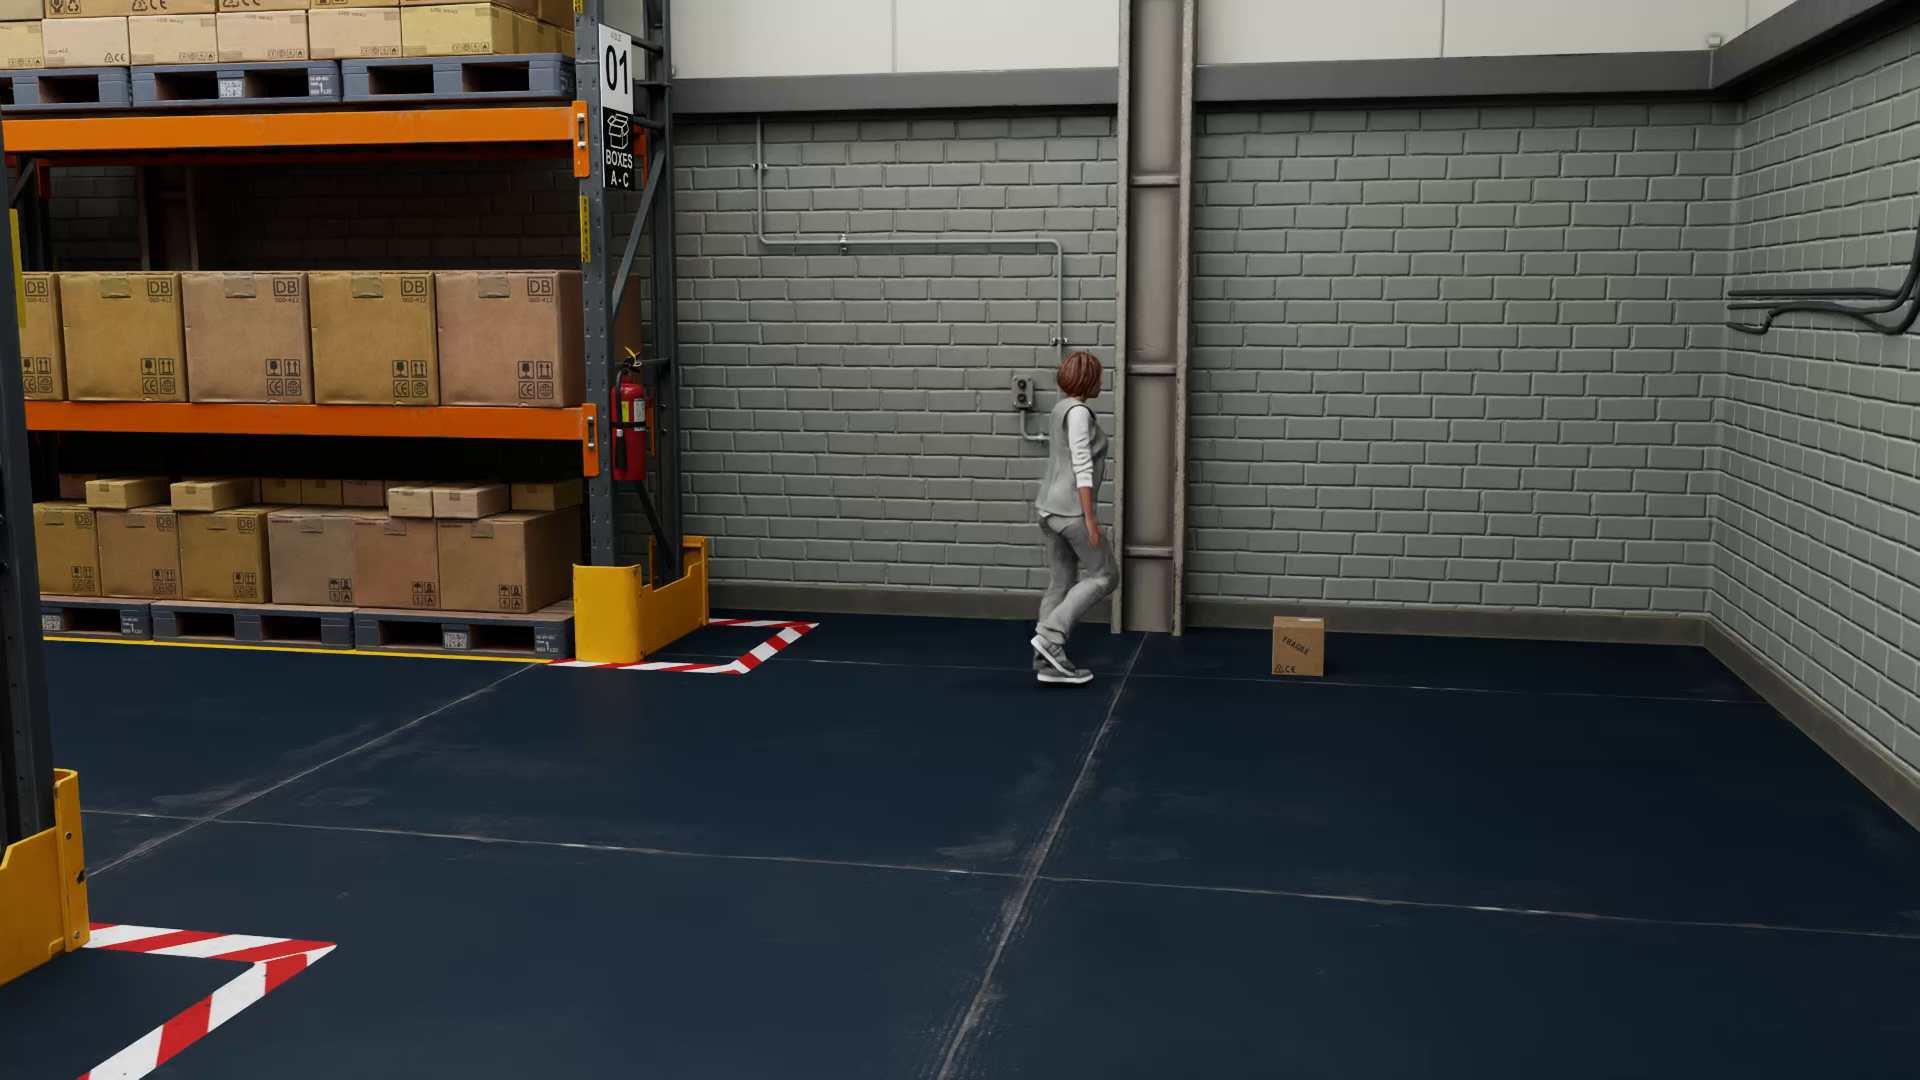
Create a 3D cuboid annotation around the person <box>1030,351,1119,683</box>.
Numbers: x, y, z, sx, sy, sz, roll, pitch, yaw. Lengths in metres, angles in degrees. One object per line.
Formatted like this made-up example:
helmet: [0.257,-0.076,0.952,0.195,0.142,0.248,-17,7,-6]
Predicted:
person: [0.529,-0.101,7.948,0.432,1.587,0.523,-2,8,-11]
